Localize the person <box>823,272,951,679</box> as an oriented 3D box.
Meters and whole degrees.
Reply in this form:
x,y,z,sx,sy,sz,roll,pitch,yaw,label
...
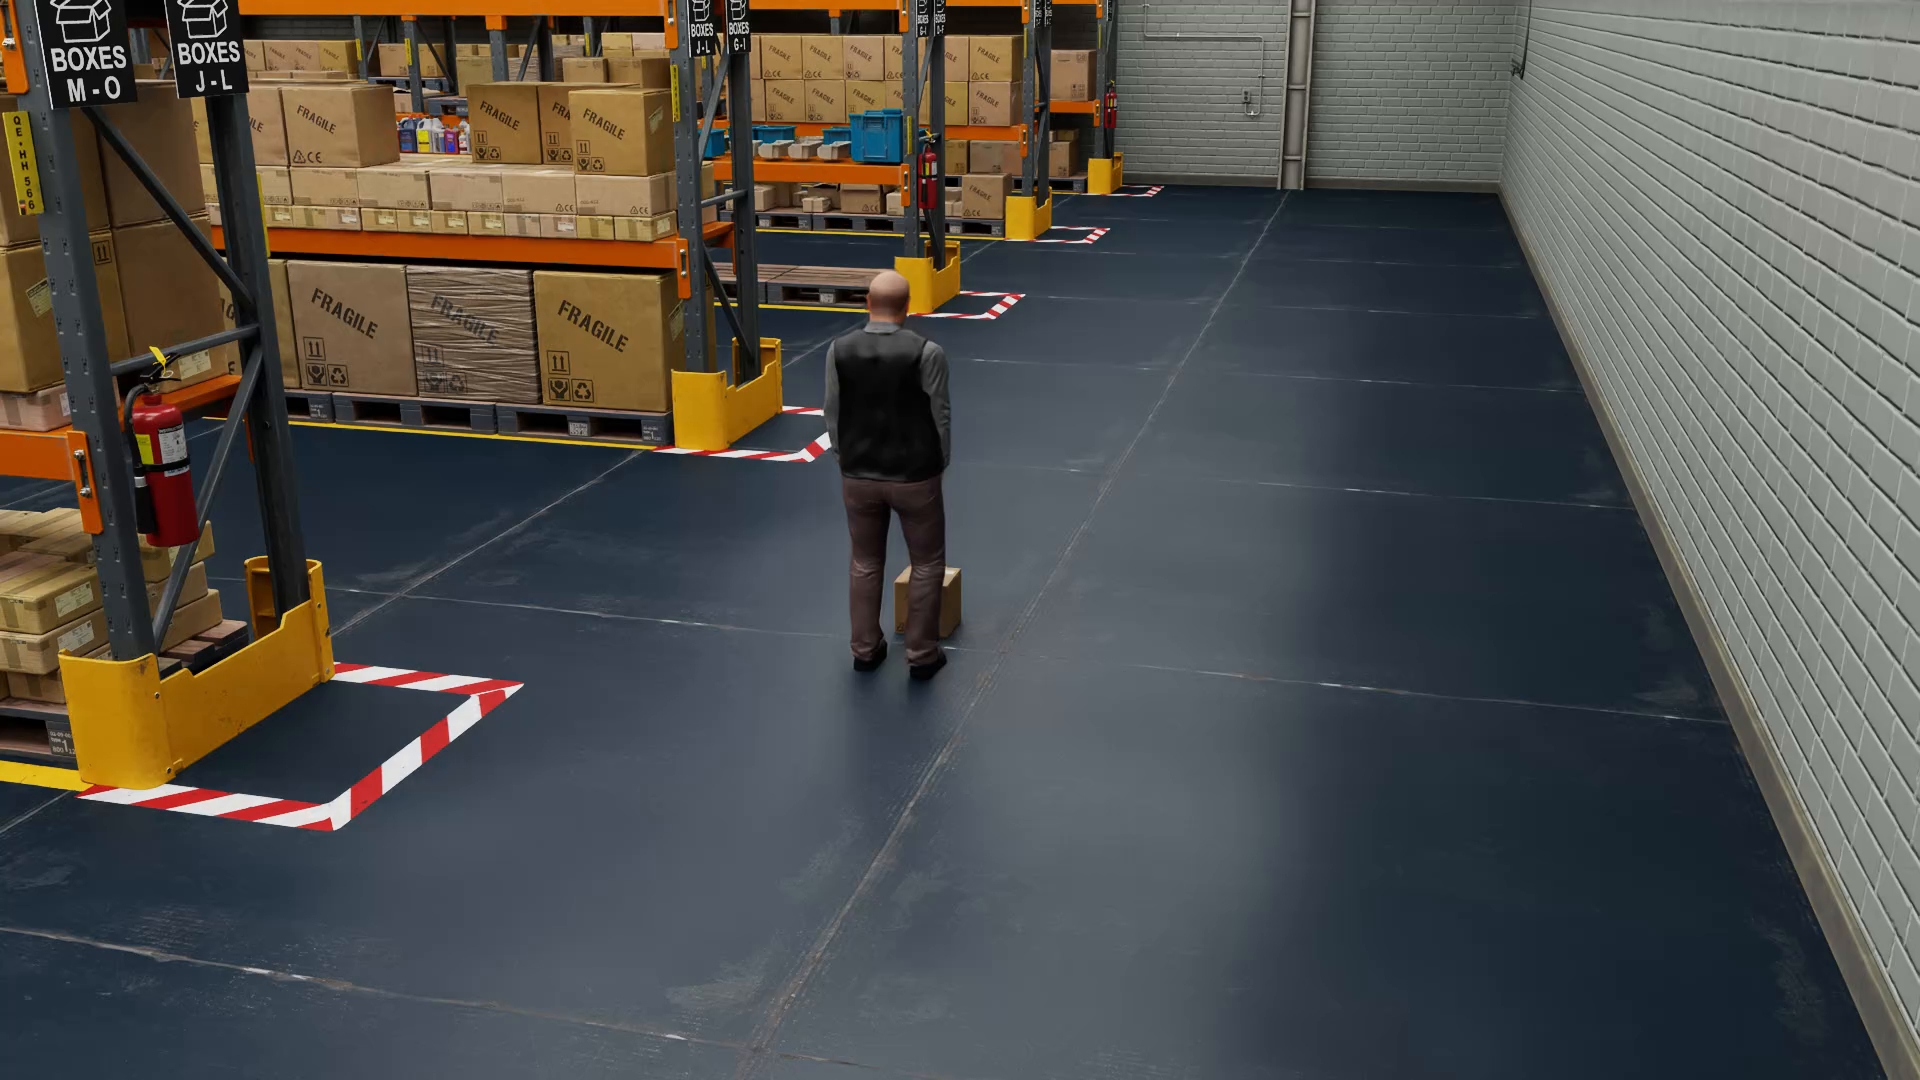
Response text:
x,y,z,sx,sy,sz,roll,pitch,yaw,label
-0.302,-0.259,6.940,0.546,1.697,0.378,5,19,15,person
